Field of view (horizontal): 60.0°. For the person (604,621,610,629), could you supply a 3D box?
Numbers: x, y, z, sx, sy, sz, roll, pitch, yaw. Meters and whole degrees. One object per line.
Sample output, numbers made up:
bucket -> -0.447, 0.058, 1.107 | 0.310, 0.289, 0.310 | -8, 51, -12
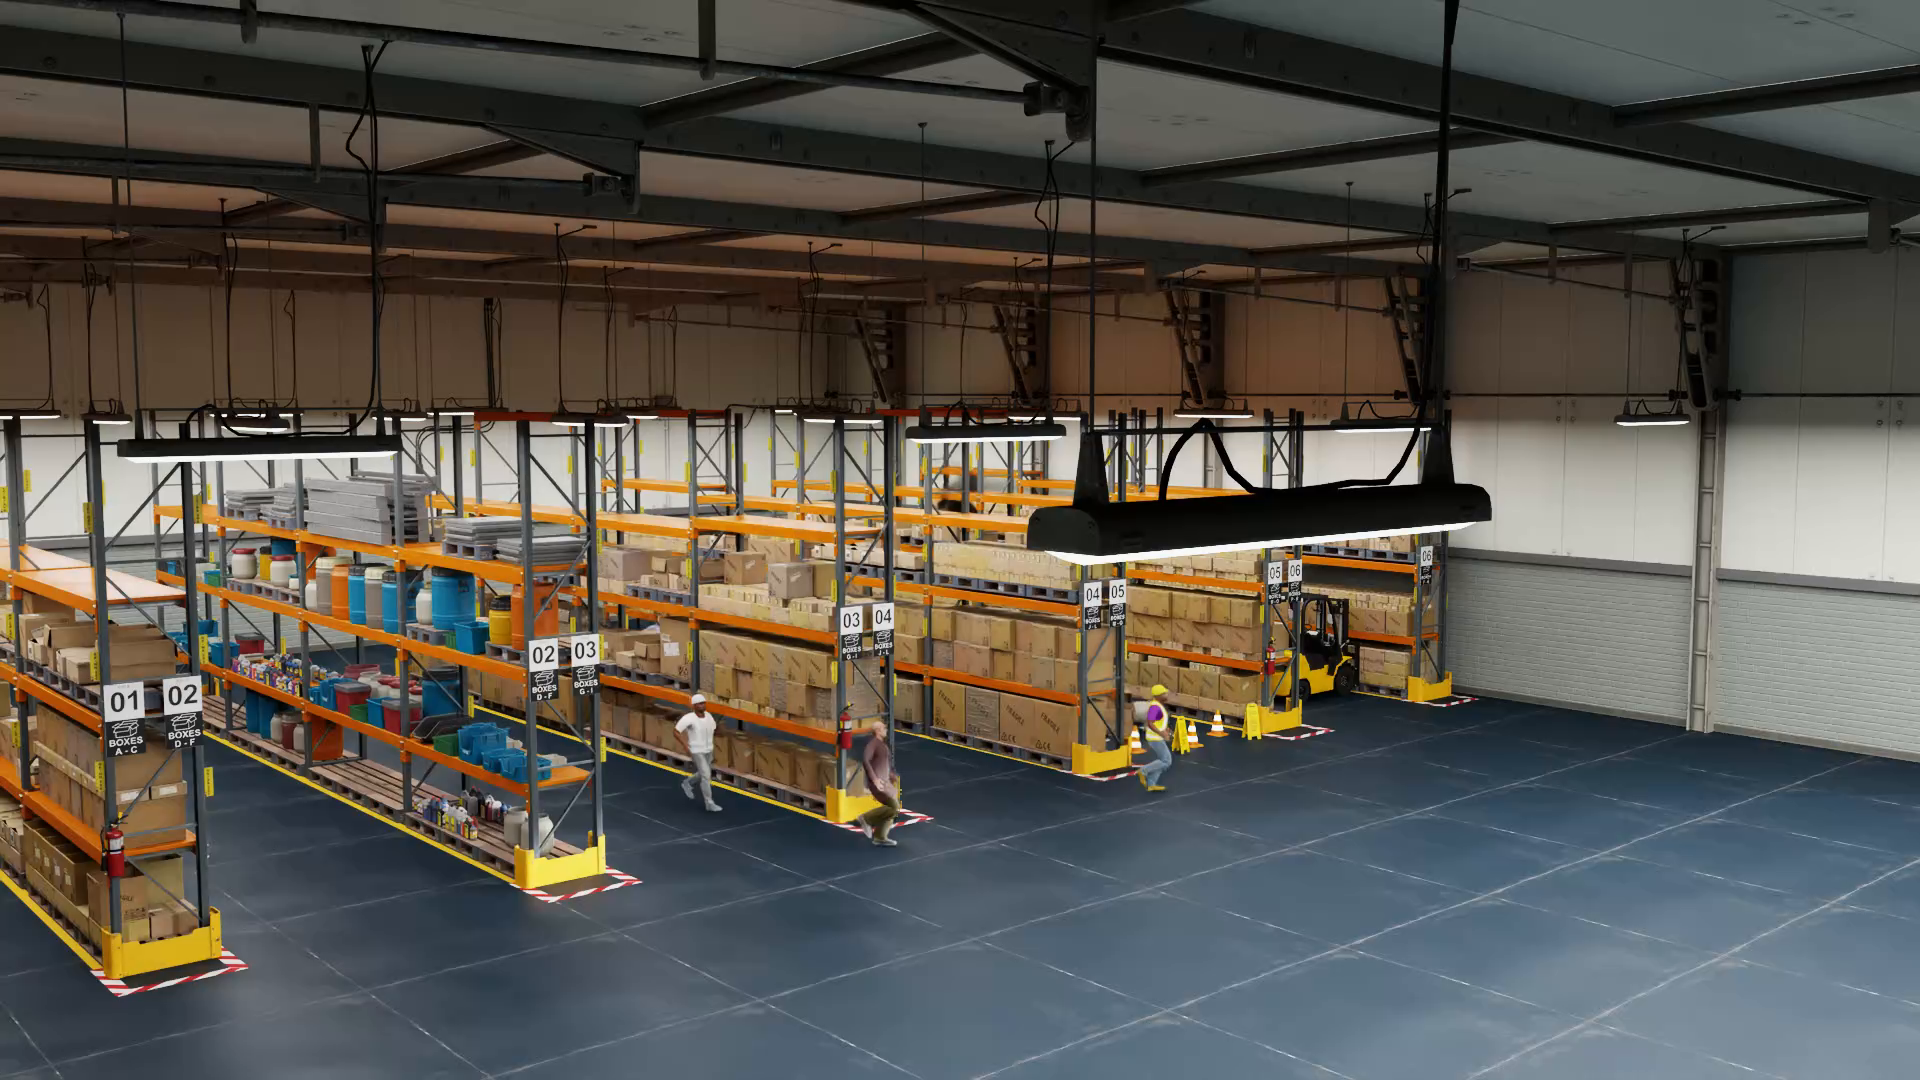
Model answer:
person -> -7.384, 2.475, 34.572 | 0.726, 1.613, 0.542 | 4, 7, 41

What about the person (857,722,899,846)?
person -> -1.099, 3.419, 23.493 | 0.518, 1.697, 0.738 | 1, 5, 6

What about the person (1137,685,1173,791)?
person -> 3.109, 3.161, 26.534 | 0.570, 1.720, 0.699 | 1, 5, 6

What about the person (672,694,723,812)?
person -> -3.961, 3.217, 25.344 | 0.963, 1.747, 0.710 | 4, 6, 36

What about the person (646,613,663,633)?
person -> -6.414, 2.402, 35.518 | 0.578, 1.667, 0.692 | -5, 7, -43
